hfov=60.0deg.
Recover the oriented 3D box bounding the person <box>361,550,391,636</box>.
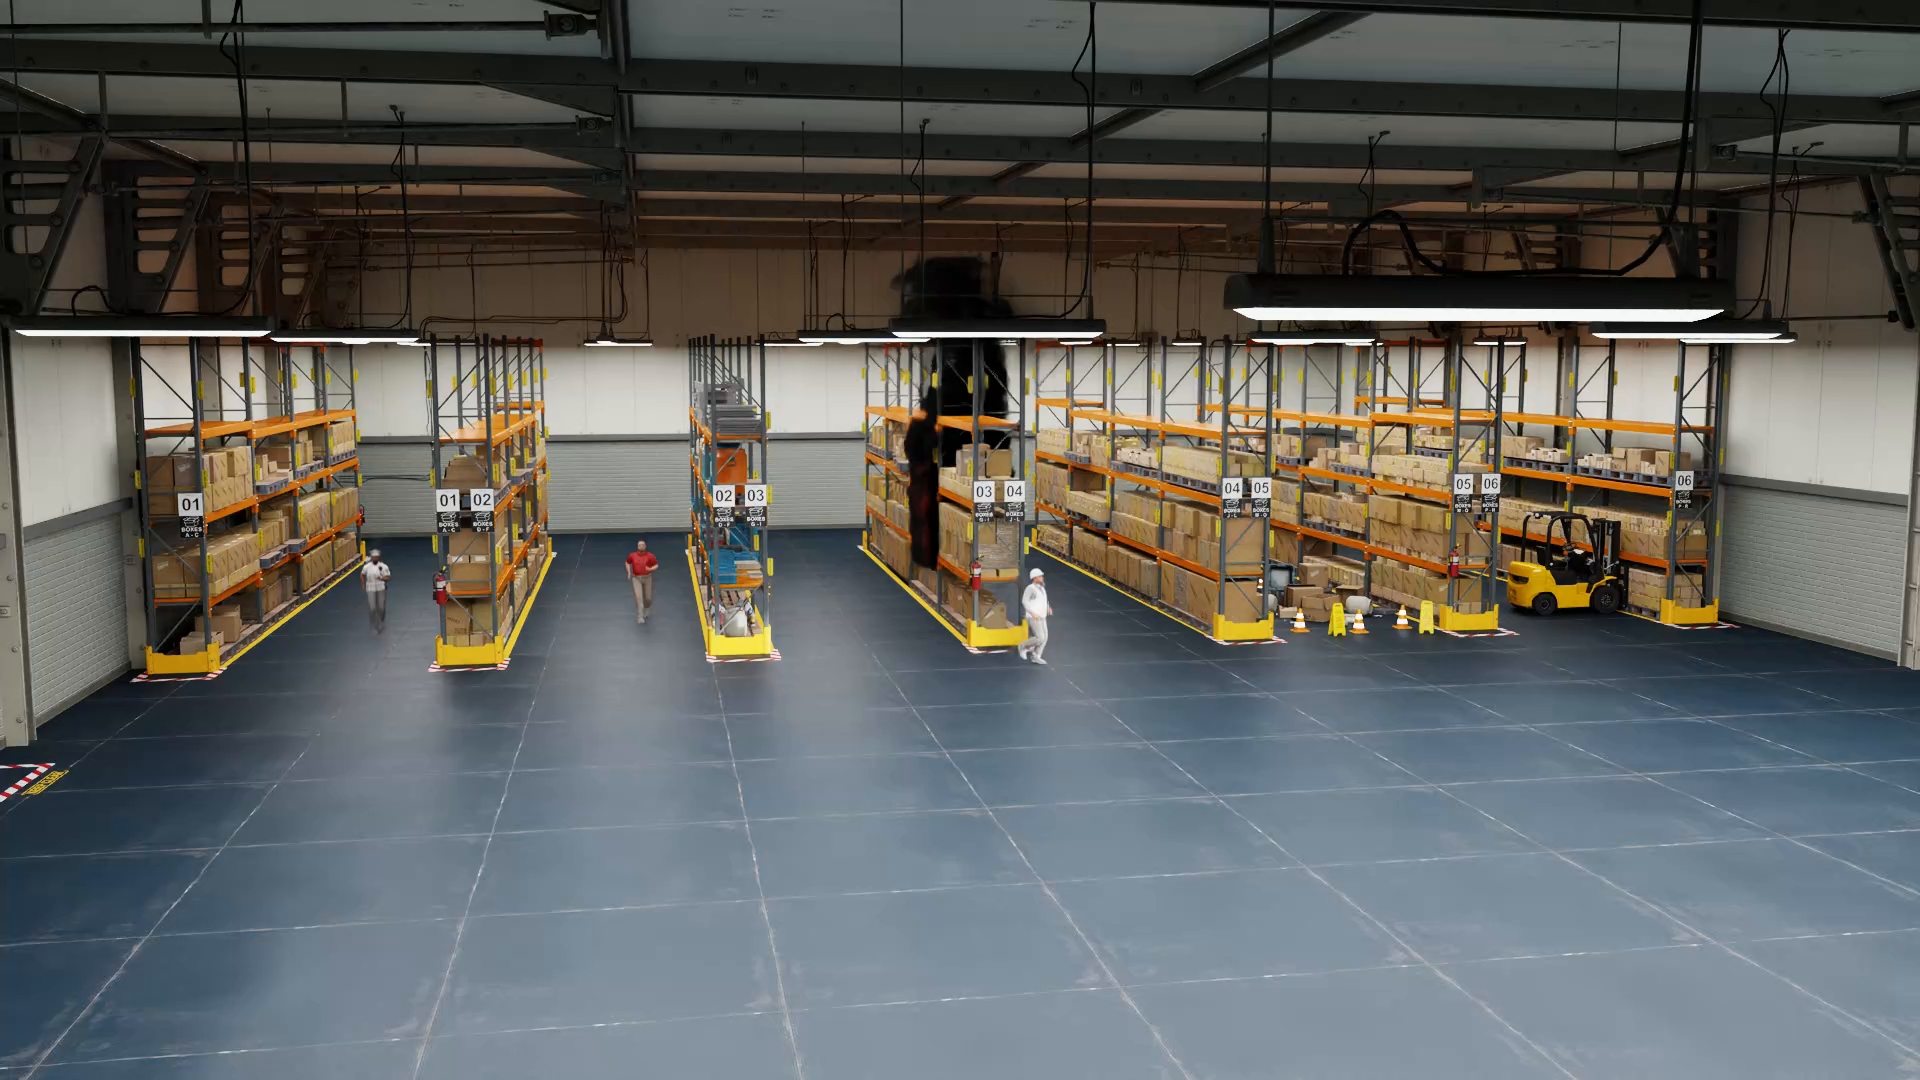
[{"bbox_3d":[-11.746,1.031,33.460,0.569,1.694,0.895,-2,7,-20],"label":"person"}]

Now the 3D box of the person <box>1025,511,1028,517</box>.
[{"bbox_3d":[1.529,-0.347,45.561,0.636,1.766,0.858,-1,7,-5],"label":"person"}]

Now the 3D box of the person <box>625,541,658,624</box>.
[{"bbox_3d":[-6.691,0.859,35.006,0.673,1.699,0.944,-2,7,-13],"label":"person"}]

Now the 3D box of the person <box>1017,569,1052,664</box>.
[{"bbox_3d":[1.367,1.388,30.418,0.579,1.749,0.680,4,7,28],"label":"person"}]
